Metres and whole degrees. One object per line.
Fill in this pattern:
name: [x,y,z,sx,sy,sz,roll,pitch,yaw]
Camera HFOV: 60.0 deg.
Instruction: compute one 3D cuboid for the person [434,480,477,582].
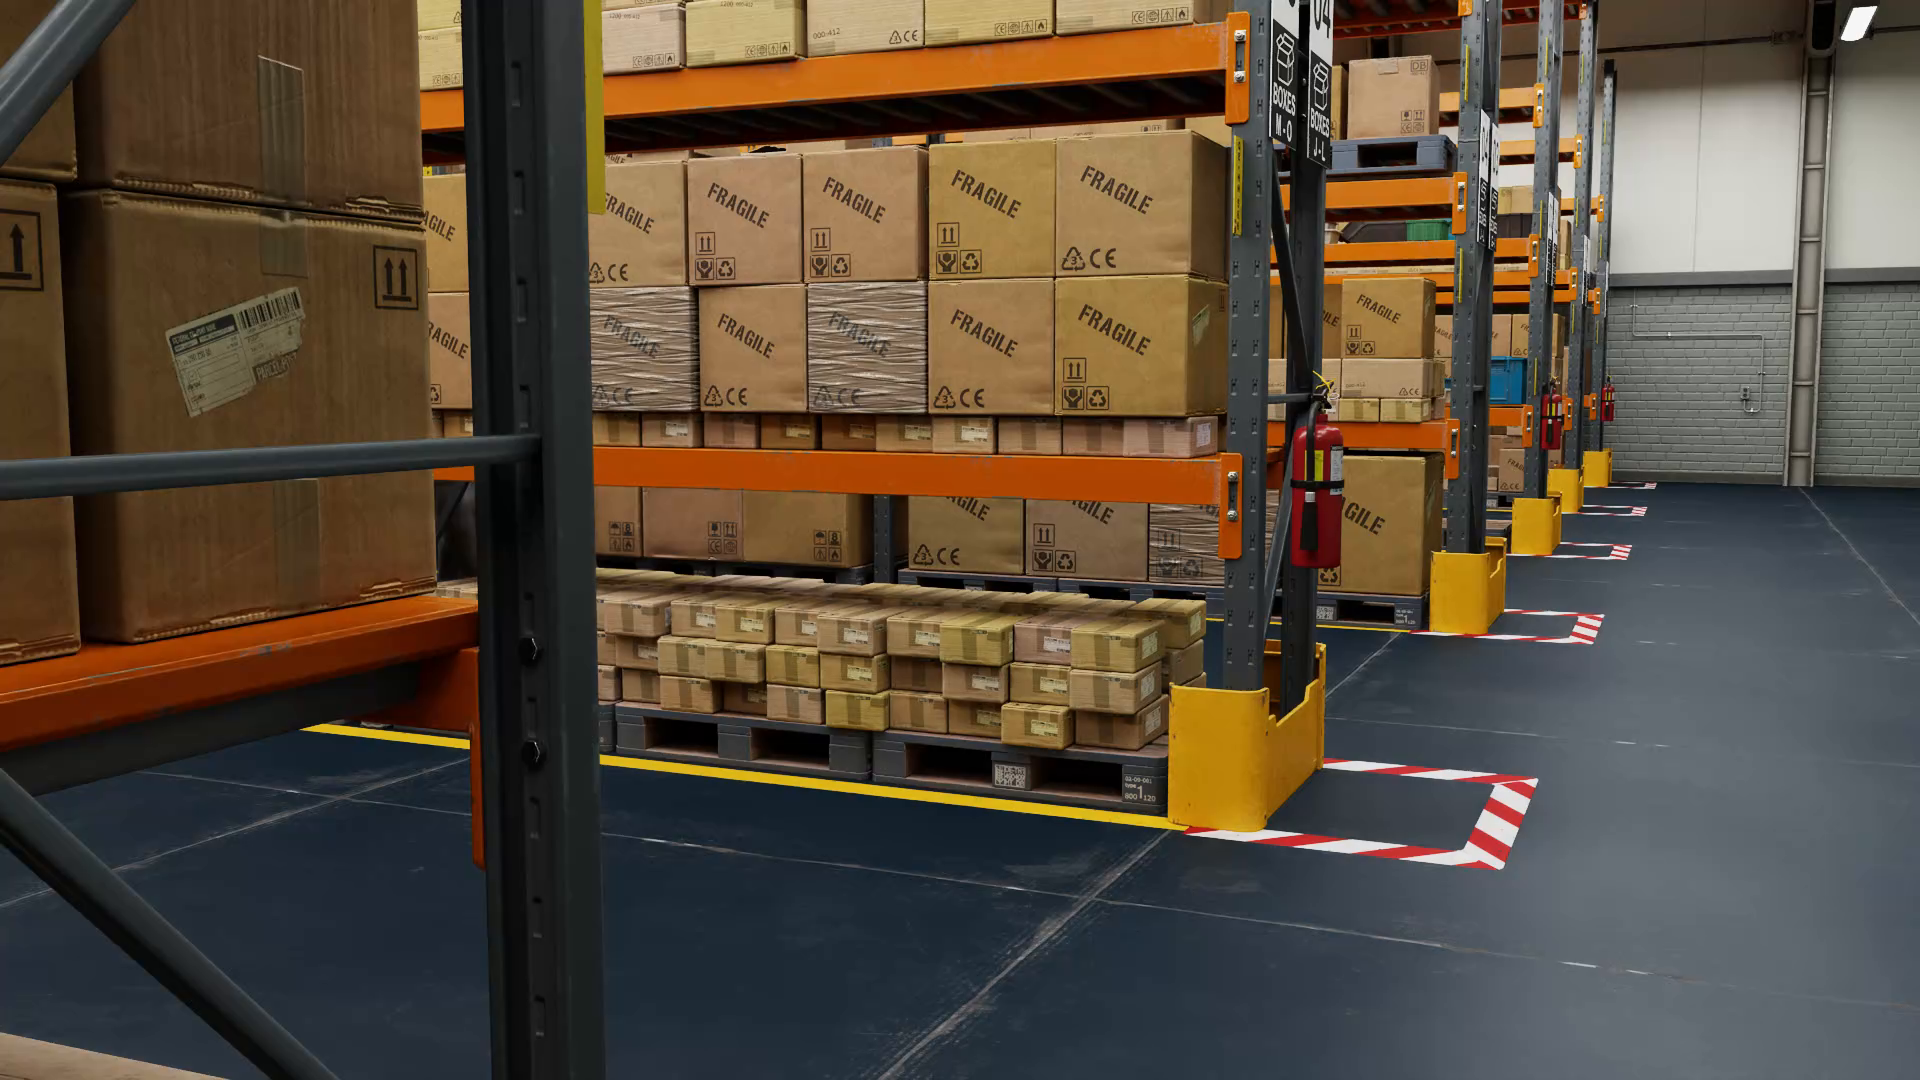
person: [-3.059,-0.229,9.965,1.008,1.590,0.466,3,6,24]
